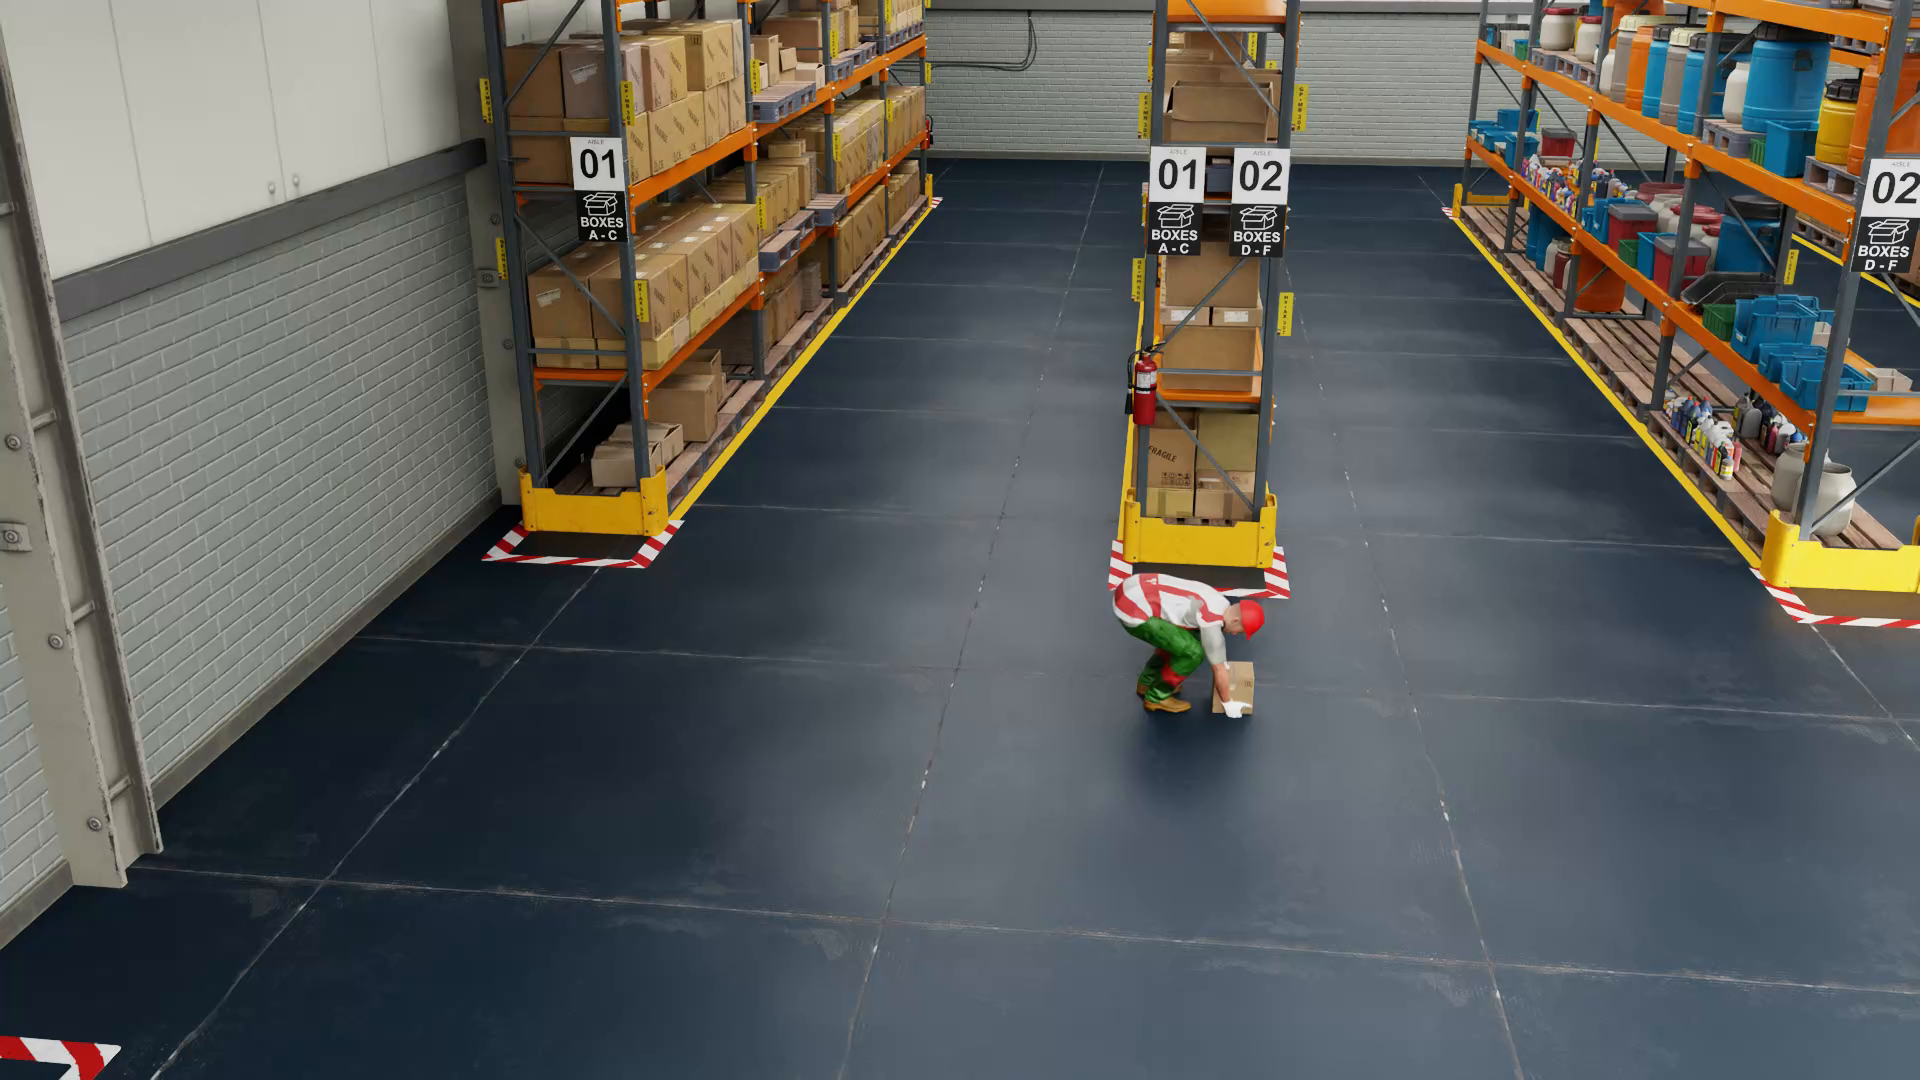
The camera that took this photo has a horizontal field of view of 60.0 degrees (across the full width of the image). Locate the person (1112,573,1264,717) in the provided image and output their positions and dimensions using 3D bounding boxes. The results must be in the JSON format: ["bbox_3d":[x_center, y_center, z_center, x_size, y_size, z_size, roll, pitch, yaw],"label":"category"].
[{"bbox_3d":[1.450,0.655,10.650,0.961,0.893,0.530,2,21,4],"label":"person"}]
